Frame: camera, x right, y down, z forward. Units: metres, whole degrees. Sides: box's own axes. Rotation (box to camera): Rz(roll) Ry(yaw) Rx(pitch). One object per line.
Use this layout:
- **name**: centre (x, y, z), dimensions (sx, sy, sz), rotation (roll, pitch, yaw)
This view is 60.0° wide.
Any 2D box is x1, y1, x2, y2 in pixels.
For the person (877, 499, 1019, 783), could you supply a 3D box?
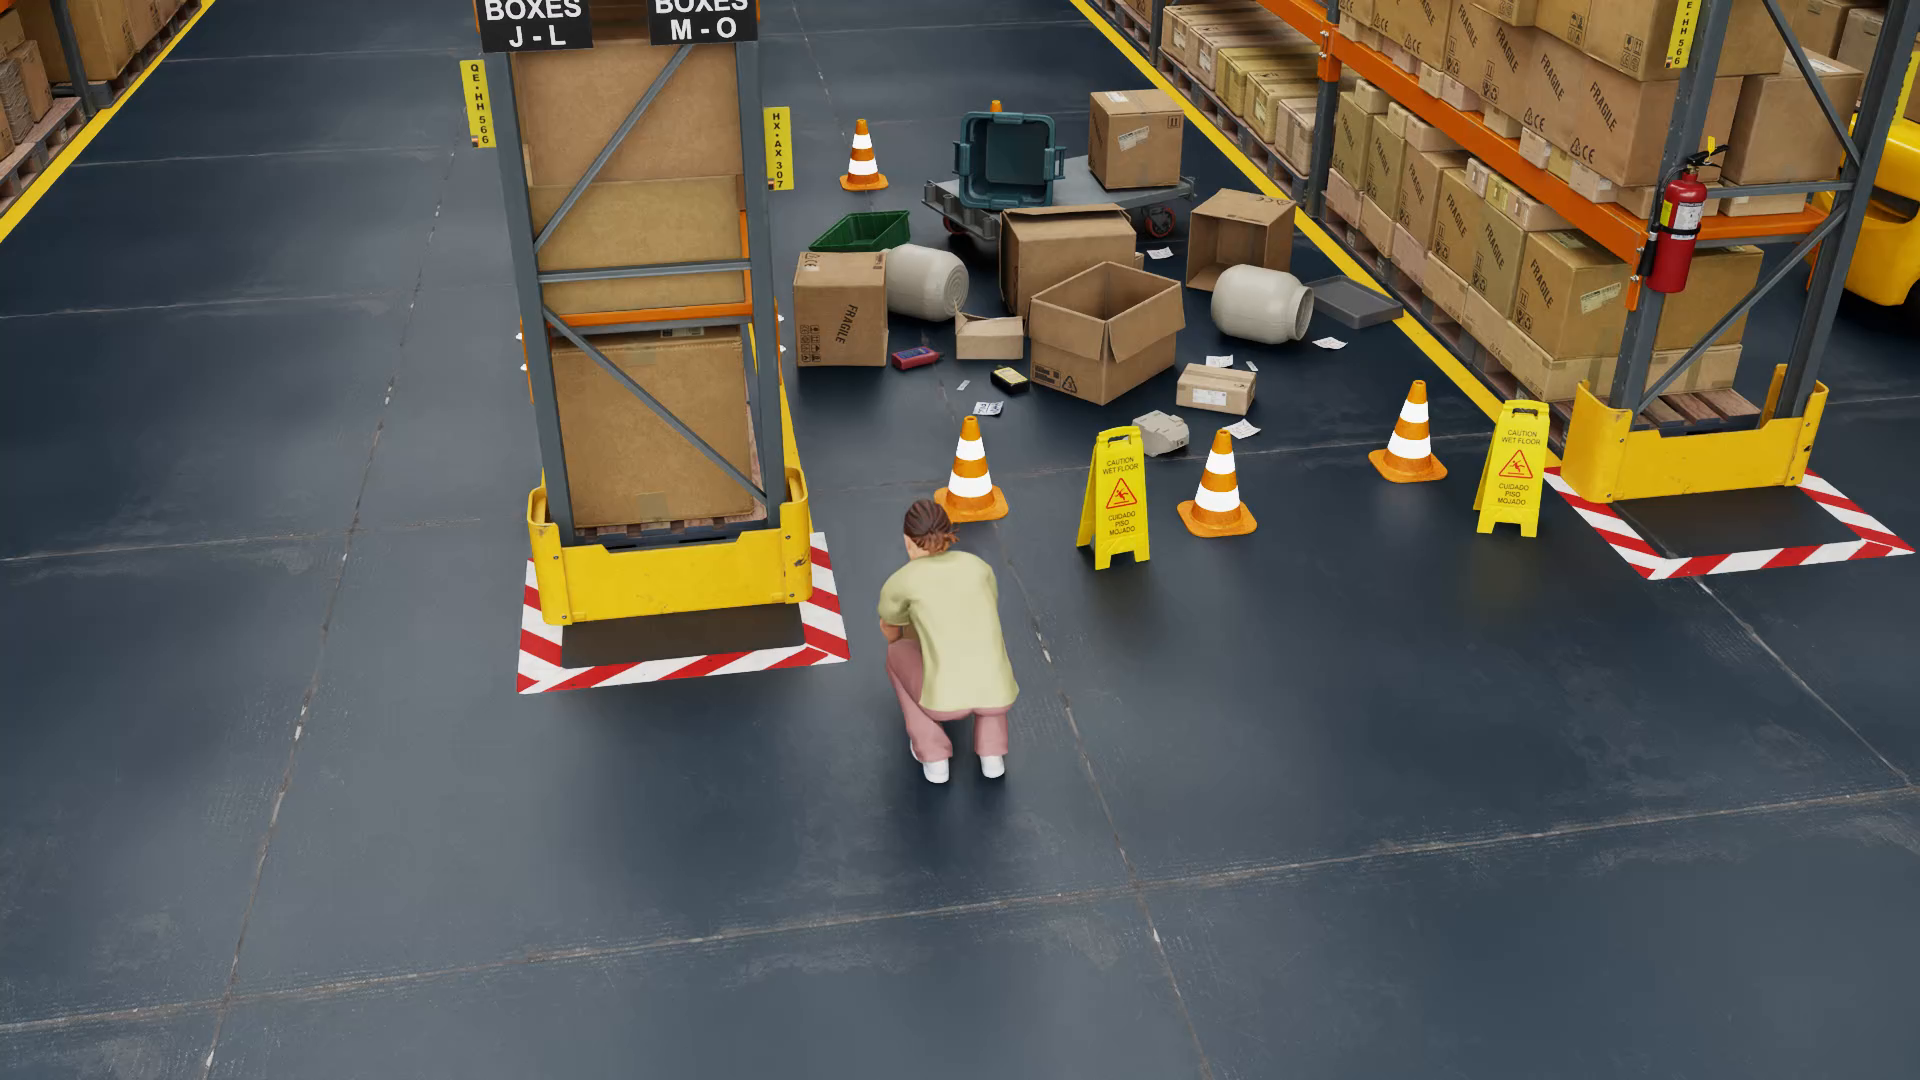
- **person**: centre (-0.046, 0.372, 6.246), dimensions (0.494, 0.927, 0.807), rotation (-5, 31, -9)
